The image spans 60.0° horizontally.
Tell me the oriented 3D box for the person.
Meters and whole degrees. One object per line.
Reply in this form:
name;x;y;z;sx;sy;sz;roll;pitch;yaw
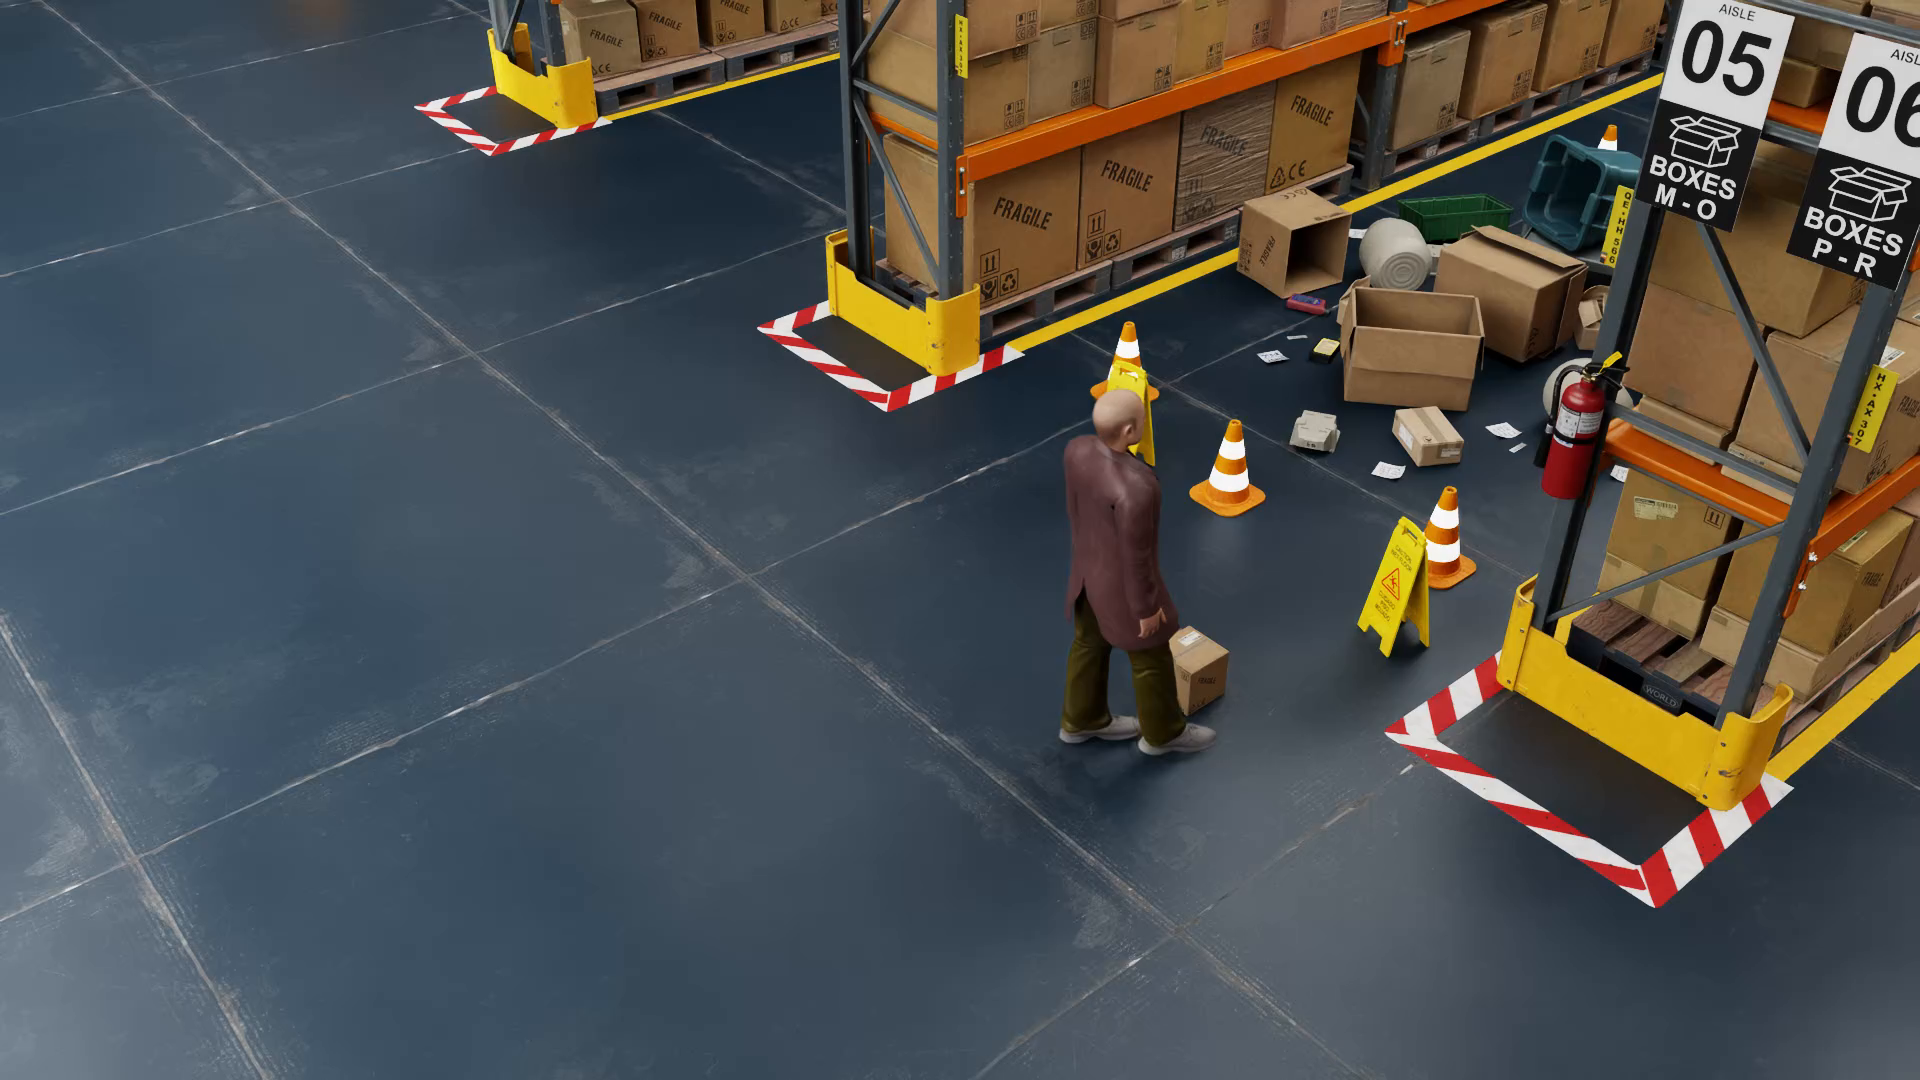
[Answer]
person;0.761;0.133;6.901;0.631;1.785;0.591;-17;39;-23
